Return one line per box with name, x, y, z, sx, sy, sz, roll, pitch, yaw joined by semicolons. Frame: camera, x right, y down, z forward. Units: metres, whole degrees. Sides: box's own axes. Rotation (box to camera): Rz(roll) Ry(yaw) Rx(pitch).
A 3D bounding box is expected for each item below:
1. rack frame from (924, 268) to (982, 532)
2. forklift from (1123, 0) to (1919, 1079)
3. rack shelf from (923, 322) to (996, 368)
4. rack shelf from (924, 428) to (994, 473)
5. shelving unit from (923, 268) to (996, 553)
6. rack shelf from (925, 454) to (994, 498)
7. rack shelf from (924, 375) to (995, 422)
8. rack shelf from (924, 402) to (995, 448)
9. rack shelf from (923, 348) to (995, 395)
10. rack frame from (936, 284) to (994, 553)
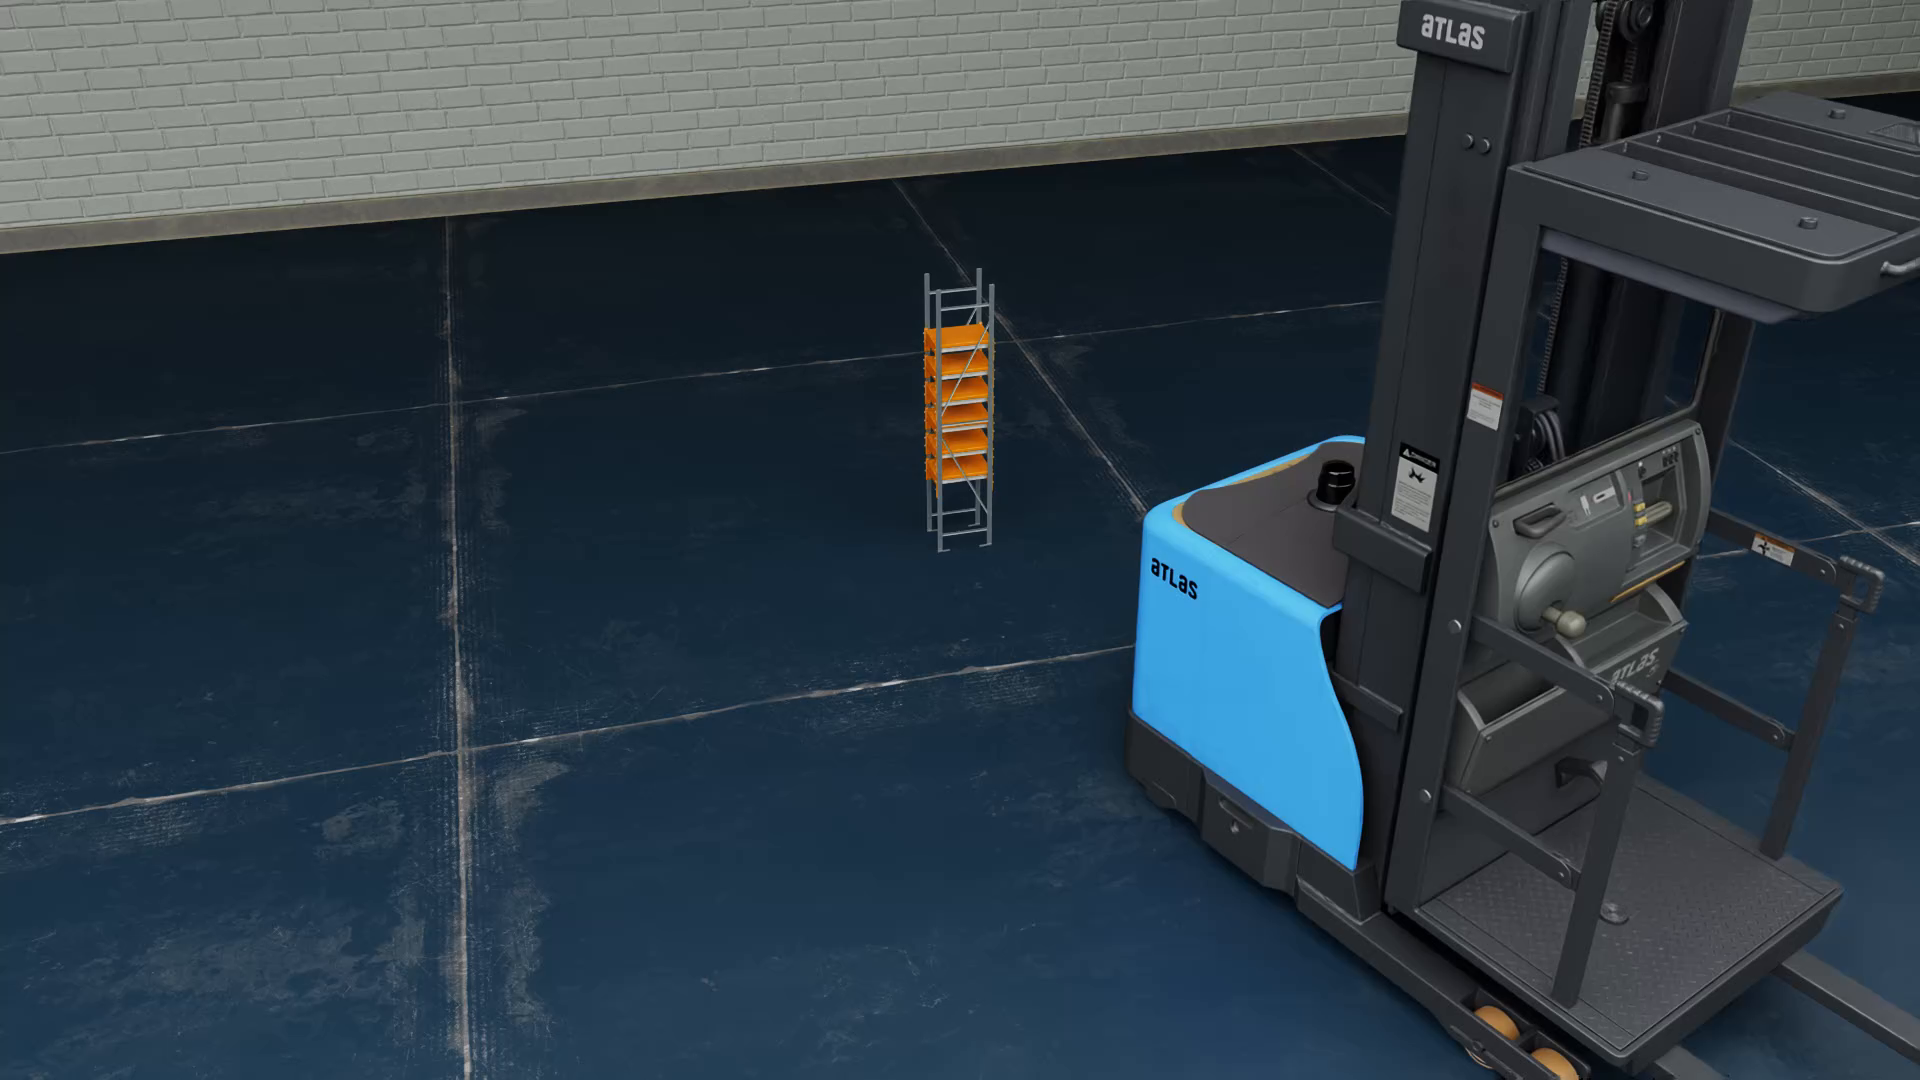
rack frame;-0.028;-0.570;7.038;0.240;1.200;0.006;-8;31;-13
forklift;1.843;0.014;4.299;1.130;2.935;3.031;-20;36;-31
rack shelf;-0.004;-0.799;6.803;0.258;0.103;0.180;-8;31;-13
rack shelf;-0.004;-0.384;7.044;0.258;0.103;0.180;-8;31;-13
shelving unit;-0.004;-0.526;6.962;0.258;1.200;0.189;-8;31;-13
rack shelf;-0.004;-0.280;7.104;0.258;0.103;0.180;-8;31;-13
rack shelf;-0.004;-0.592;6.924;0.258;0.103;0.180;-8;31;-13
rack shelf;-0.004;-0.488;6.984;0.258;0.103;0.180;-8;31;-13
rack shelf;-0.004;-0.696;6.864;0.258;0.103;0.180;-8;31;-13
rack frame;0.020;-0.482;6.885;0.240;1.200;0.006;-8;31;-13
